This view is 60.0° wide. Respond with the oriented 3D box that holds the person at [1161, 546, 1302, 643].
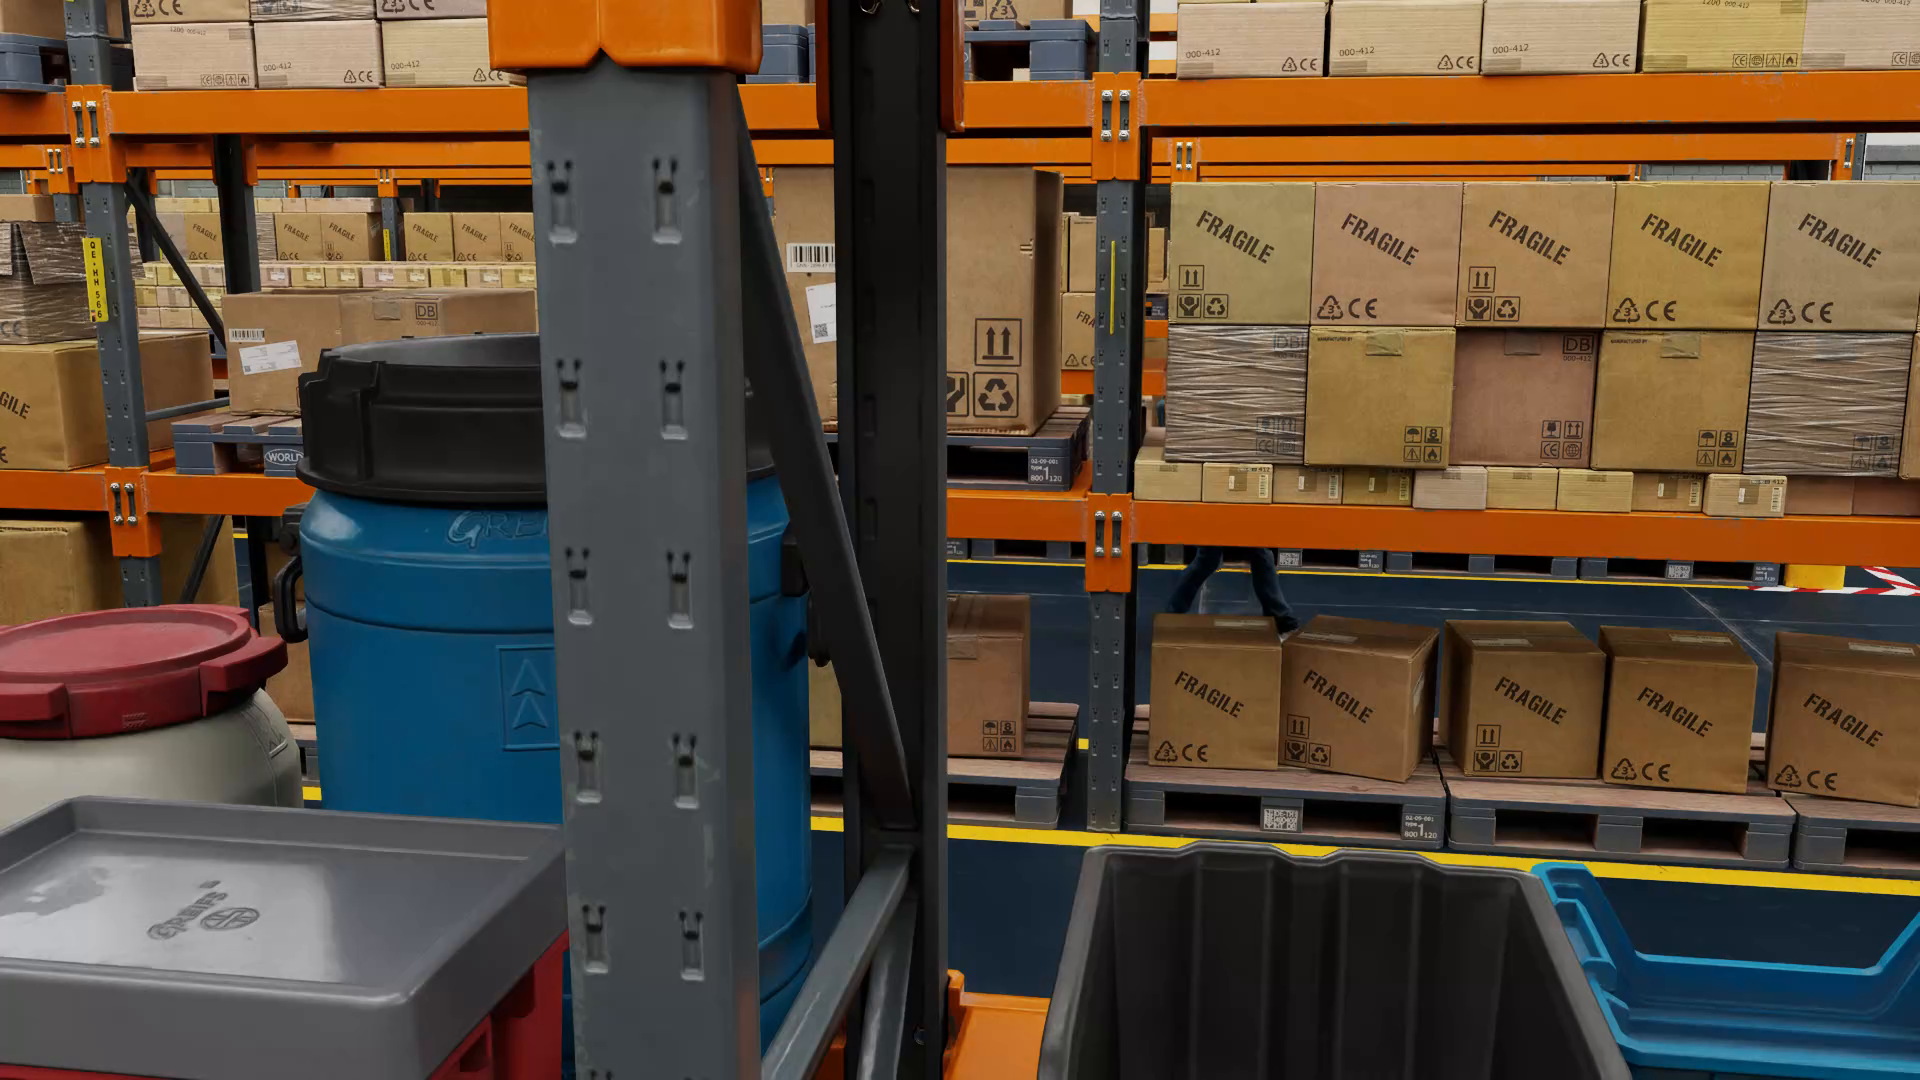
[{"bbox_3d":[1.513,-0.179,8.831,0.890,1.537,0.446,4,12,19],"label":"person"}]
